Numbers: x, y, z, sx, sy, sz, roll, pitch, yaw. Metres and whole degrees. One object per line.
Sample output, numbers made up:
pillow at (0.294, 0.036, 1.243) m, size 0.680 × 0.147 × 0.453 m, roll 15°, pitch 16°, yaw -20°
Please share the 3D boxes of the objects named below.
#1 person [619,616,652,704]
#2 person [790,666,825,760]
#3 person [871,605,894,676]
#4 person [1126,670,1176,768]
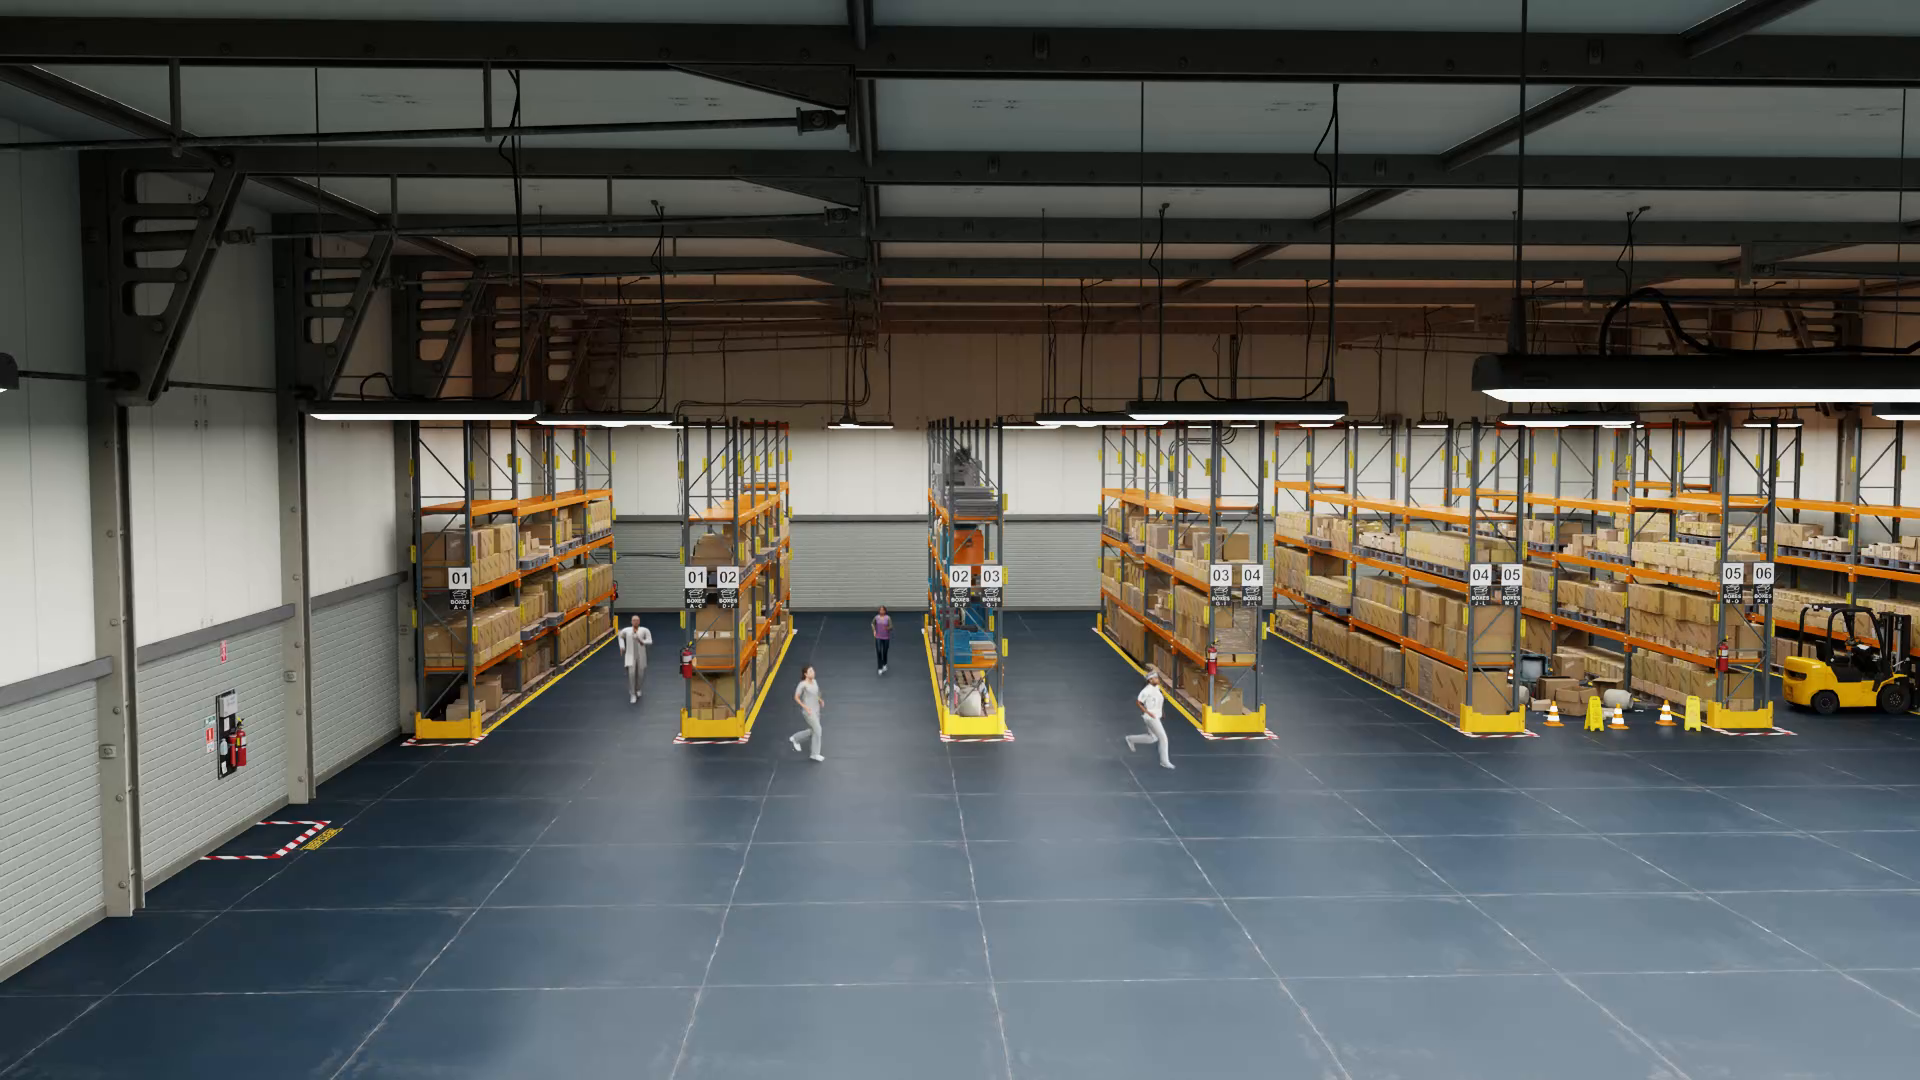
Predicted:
person at (-6.890, 2.507, 35.350) m, size 0.686 × 1.810 × 0.987 m, roll -1°, pitch 4°, yaw -15°
person at (-2.669, 3.011, 29.109) m, size 0.710 × 1.655 × 0.564 m, roll 2°, pitch 4°, yaw 29°
person at (-1.832, 2.352, 39.277) m, size 0.526 × 1.628 × 0.722 m, roll 0°, pitch 4°, yaw -2°
person at (3.295, 3.050, 28.503) m, size 0.873 × 1.681 × 0.559 m, roll 2°, pitch 4°, yaw 25°
